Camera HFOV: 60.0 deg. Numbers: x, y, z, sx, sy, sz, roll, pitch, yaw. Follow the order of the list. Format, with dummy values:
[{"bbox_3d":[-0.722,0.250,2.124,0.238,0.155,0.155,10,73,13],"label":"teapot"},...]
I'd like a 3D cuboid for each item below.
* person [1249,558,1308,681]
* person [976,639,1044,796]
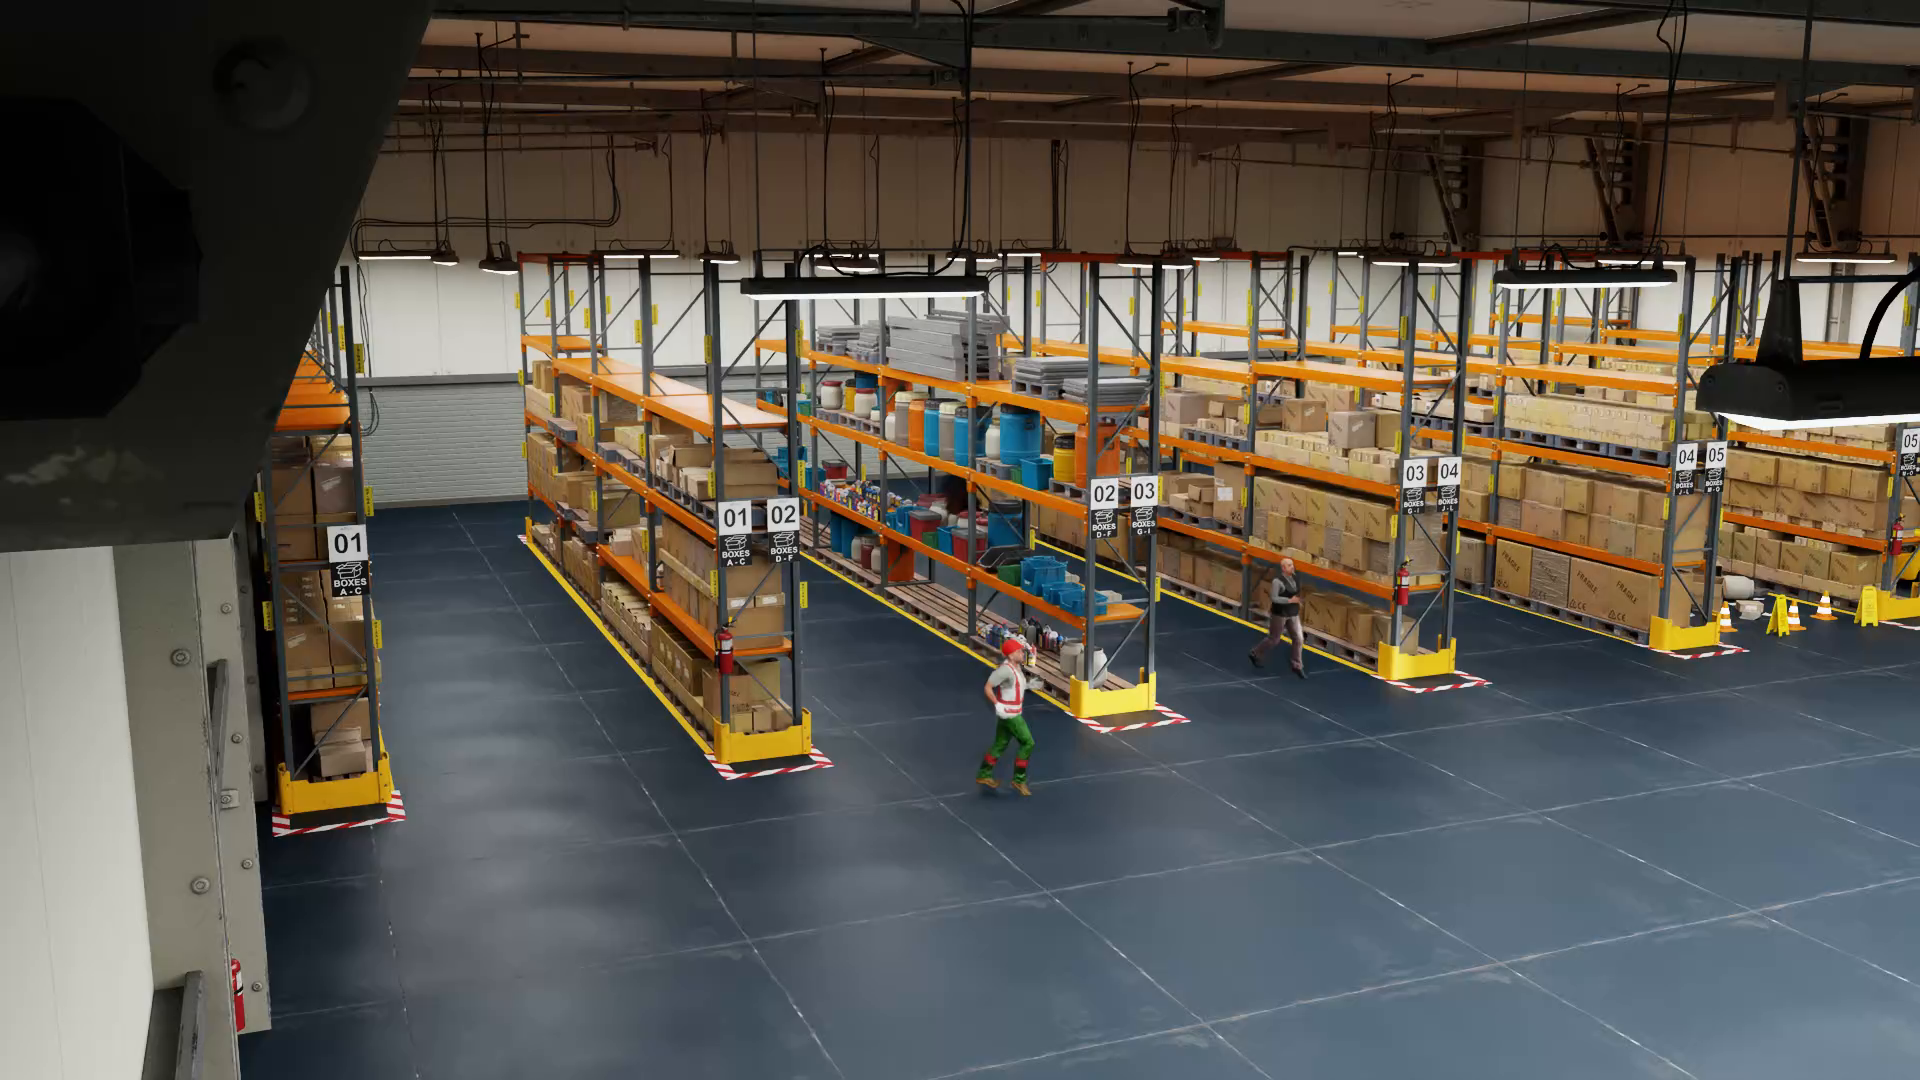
[{"bbox_3d":[4.679,1.114,24.167,0.665,1.757,0.945,-8,13,-36],"label":"person"},{"bbox_3d":[0.569,2.030,19.072,0.775,1.850,0.615,1,10,4],"label":"person"}]
